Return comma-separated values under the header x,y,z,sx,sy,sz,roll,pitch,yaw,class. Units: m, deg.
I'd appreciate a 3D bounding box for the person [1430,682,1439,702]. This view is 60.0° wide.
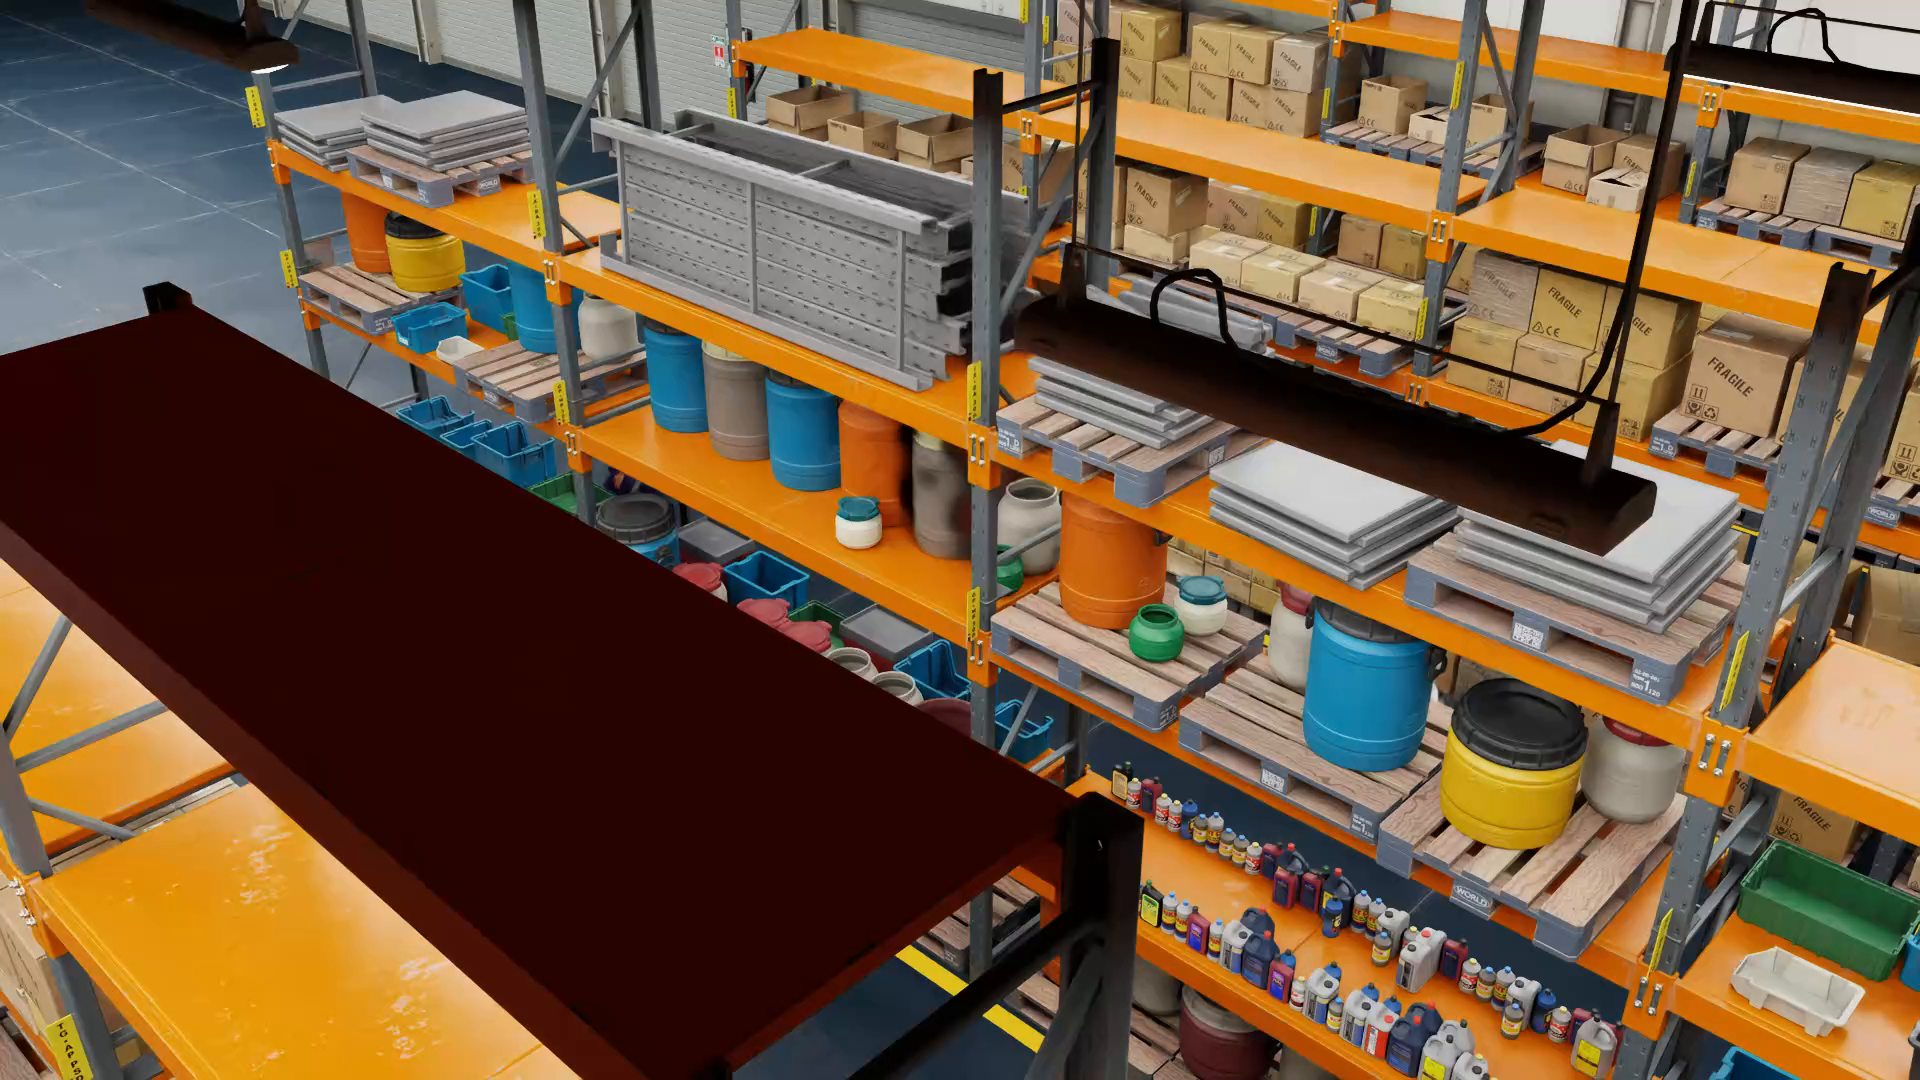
x,y,z,sx,sy,sz,roll,pitch,yaw,class
3.270,1.211,12.392,0.814,1.671,0.712,14,32,23,person

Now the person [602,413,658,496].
x,y,z,sx,sy,sz,roll,pitch,yaw,class
-3.114,-0.586,15.671,0.953,1.622,0.606,16,33,26,person
